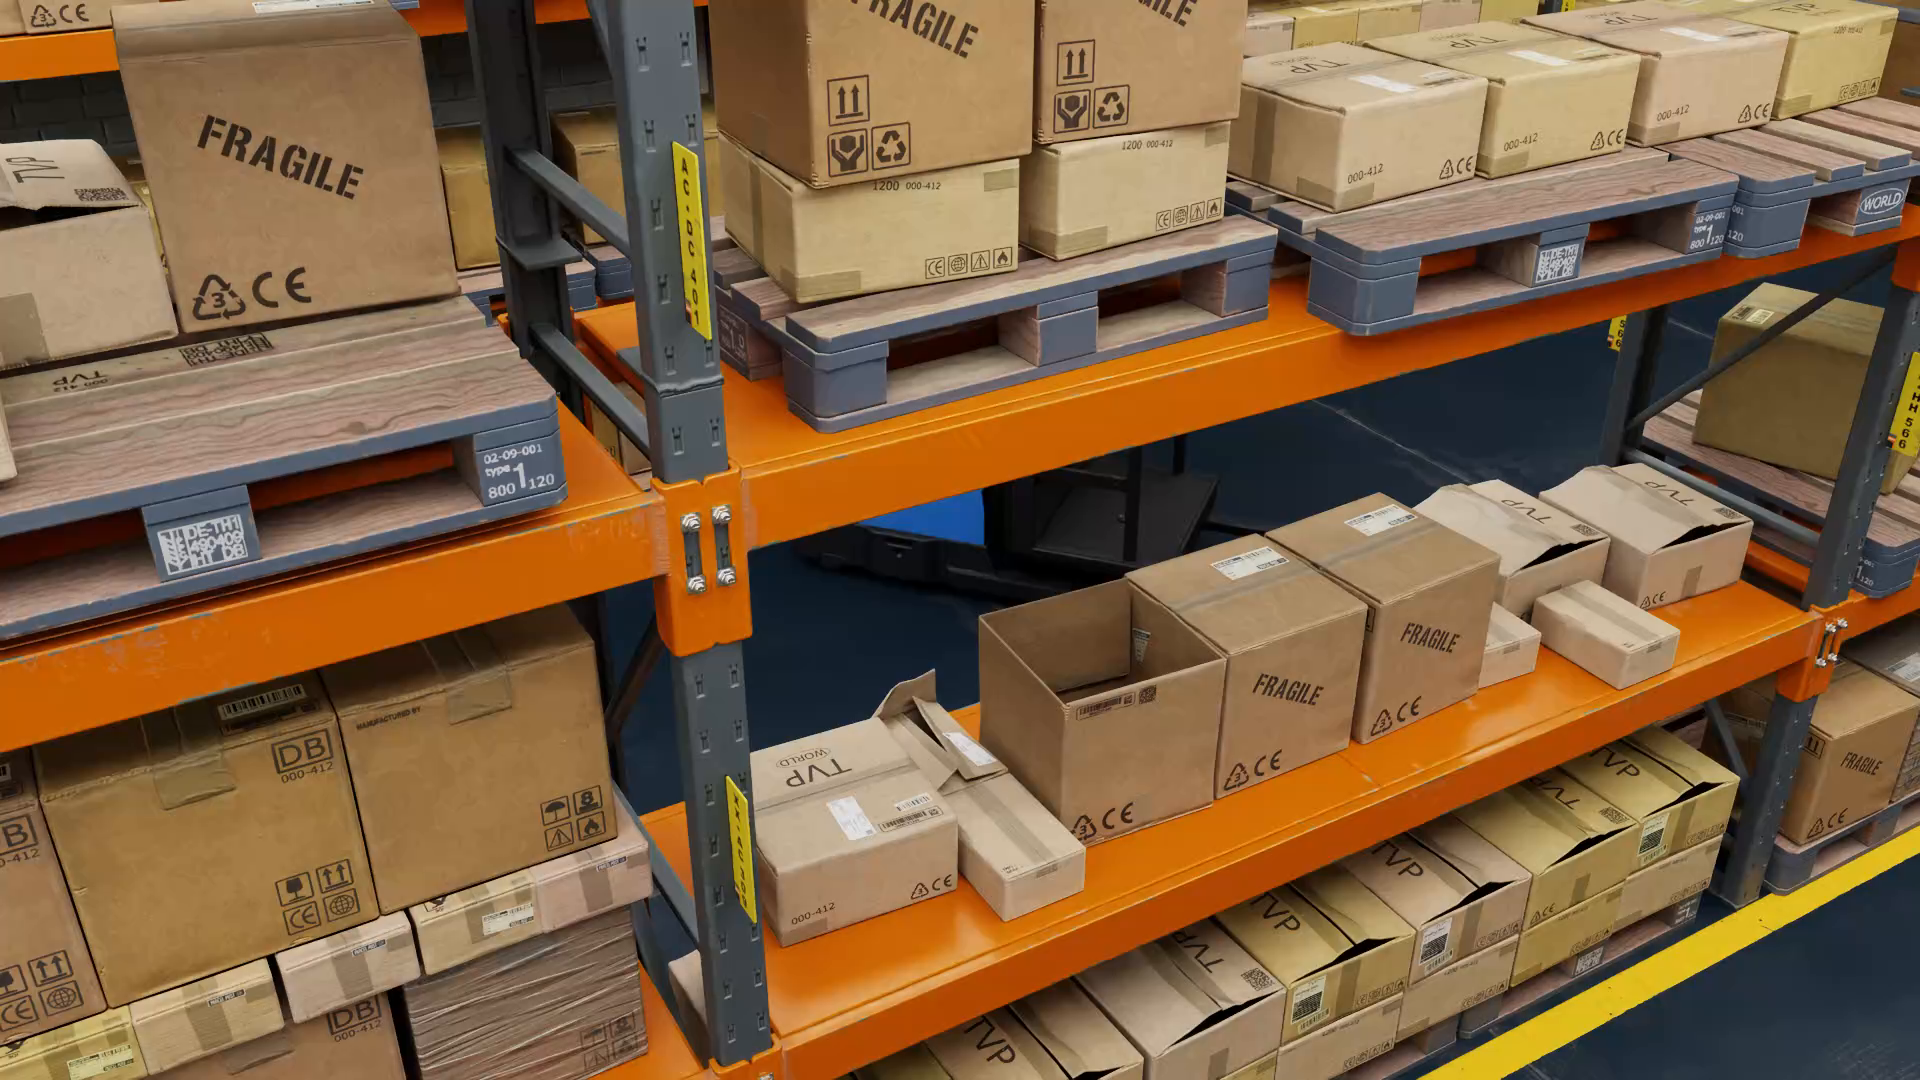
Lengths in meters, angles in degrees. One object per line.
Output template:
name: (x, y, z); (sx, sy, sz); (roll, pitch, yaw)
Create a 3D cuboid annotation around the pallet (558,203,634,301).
pallet: (-1.491, -1.622, 8.783); (1.213, 0.211, 1.003); (-16, 33, -26)

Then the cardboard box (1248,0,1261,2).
cardboard box: (1.786, -3.312, 10.439); (0.500, 0.250, 0.500); (-17, 33, -27)

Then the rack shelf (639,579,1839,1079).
rack shelf: (0.984, 0.660, 5.195); (4.000, 0.370, 1.077); (-16, 33, -26)

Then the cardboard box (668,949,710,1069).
cardboard box: (-0.537, 1.390, 4.957); (0.500, 0.311, 0.500); (-16, 33, -26)

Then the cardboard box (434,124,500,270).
cardboard box: (-2.312, -1.709, 8.184); (0.500, 0.500, 0.700); (-12, 31, -21)

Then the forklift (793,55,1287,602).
forklift: (0.717, -1.141, 7.784); (3.031, 2.935, 1.130); (10, 30, 17)

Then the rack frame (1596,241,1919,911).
rack frame: (2.708, -0.145, 5.908); (0.127, 3.000, 1.000); (-16, 33, -26)

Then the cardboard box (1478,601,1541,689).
cardboard box: (1.637, 0.301, 5.361); (0.250, 0.149, 0.380); (-13, 32, -23)

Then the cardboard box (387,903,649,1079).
cardboard box: (-1.120, 0.902, 3.908); (0.500, 0.500, 0.700); (-17, 33, -28)

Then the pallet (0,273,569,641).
pallet: (-1.463, -0.221, 3.033); (1.213, 0.211, 1.003); (-16, 33, -26)

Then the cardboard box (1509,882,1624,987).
cardboard box: (1.935, 1.233, 5.822); (0.500, 0.250, 0.500); (-16, 33, -27)

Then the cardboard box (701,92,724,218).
cardboard box: (-1.268, -2.011, 8.730); (0.500, 0.500, 0.700); (-16, 33, -26)

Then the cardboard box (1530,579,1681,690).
cardboard box: (2.072, 0.300, 5.361); (0.250, 0.149, 0.380); (-16, 33, -26)

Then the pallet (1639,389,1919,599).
pallet: (3.257, -0.256, 6.308); (1.003, 0.211, 1.213); (-16, 33, -26)

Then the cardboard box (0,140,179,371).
cardboard box: (-1.774, -0.540, 3.032); (0.500, 0.311, 0.500); (-18, 34, -29)

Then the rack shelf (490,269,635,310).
rack shelf: (-1.529, -1.403, 8.933); (4.000, 0.370, 1.077); (-16, 33, -26)

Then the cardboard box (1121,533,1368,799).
cardboard box: (0.816, 0.358, 4.894); (0.500, 0.500, 0.500); (-16, 33, -26)

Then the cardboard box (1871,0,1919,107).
cardboard box: (3.067, -1.623, 5.378); (0.500, 0.500, 0.910); (-16, 33, -26)

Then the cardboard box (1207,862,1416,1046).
cardboard box: (1.066, 1.234, 5.240); (0.500, 0.311, 0.500); (-15, 32, -25)

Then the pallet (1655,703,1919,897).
pallet: (3.371, 0.909, 6.885); (1.213, 0.211, 1.003); (-16, 33, -26)

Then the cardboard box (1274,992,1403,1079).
cardboard box: (1.058, 1.482, 5.371); (0.500, 0.250, 0.500); (-15, 32, -25)

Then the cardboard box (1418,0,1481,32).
cardboard box: (2.925, -3.356, 10.518); (0.500, 0.250, 0.500); (-15, 32, -25)

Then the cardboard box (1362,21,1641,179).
cardboard box: (1.403, -1.171, 4.383); (0.500, 0.250, 0.500); (-17, 33, -27)

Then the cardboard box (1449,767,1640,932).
cardboard box: (1.936, 0.990, 5.682); (0.500, 0.311, 0.500); (-16, 33, -27)

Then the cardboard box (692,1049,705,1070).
cardboard box: (-0.530, 1.632, 5.100); (0.500, 0.250, 0.500); (-16, 33, -27)

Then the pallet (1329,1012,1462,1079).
pallet: (0.928, 1.558, 5.709); (1.213, 0.211, 1.003); (-16, 33, -26)

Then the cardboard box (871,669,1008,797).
cardboard box: (-0.076, 0.601, 4.695); (0.258, 0.266, 0.396); (-17, 33, -28)

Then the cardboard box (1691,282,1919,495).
cardboard box: (3.194, -0.574, 6.147); (0.700, 0.500, 0.500); (22, 36, 34)

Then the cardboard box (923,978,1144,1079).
cardboard box: (0.176, 1.491, 4.775); (0.500, 0.311, 0.500); (-16, 33, -27)

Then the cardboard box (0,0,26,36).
cardboard box: (-4.006, -2.249, 6.493); (0.500, 0.500, 0.500); (-19, 34, -30)

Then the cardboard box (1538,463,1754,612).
cardboard box: (2.372, -0.035, 5.801); (0.500, 0.311, 0.500); (-14, 32, -23)

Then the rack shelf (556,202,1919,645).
rack shelf: (0.984, -0.654, 4.470); (4.000, 0.370, 1.077); (-16, 33, -26)

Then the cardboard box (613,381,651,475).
cardboard box: (-1.747, -0.769, 9.171); (0.500, 0.500, 0.700); (-15, 32, -26)

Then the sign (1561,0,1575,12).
sign: (3.927, -3.435, 10.754); (0.005, 0.325, 0.100); (-16, 33, -26)

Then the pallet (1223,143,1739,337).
pallet: (1.205, -0.897, 4.362); (1.213, 0.211, 1.003); (-14, 32, -24)

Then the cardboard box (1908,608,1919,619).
cardboard box: (4.129, 0.513, 6.847); (0.500, 0.500, 0.500); (-16, 33, -27)

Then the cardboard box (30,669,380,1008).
cardboard box: (-1.555, 0.458, 3.370); (0.500, 0.500, 0.700); (-16, 33, -26)

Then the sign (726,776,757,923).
sign: (-0.458, 0.651, 3.487); (0.005, 0.325, 0.100); (-16, 33, -26)

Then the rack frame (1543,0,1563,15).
rack frame: (3.644, -3.187, 11.420); (0.127, 3.000, 1.000); (-16, 33, -26)

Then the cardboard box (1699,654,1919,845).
cardboard box: (3.245, 0.764, 6.392); (0.500, 0.500, 0.500); (-14, 32, -24)

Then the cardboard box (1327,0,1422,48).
cardboard box: (2.485, -3.231, 10.292); (0.500, 0.250, 0.500); (-15, 32, -25)

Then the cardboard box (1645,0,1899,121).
cardboard box: (2.345, -1.442, 4.874); (0.500, 0.250, 0.500); (-19, 34, -30)

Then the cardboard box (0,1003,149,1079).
cardboard box: (-1.745, 0.911, 3.221); (0.250, 0.149, 0.380); (-16, 33, -27)

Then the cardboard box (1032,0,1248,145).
cardboard box: (0.290, -1.209, 3.677); (0.500, 0.500, 0.500); (-13, 31, -22)

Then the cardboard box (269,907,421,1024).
cardboard box: (-1.305, 0.787, 3.445); (0.250, 0.149, 0.380); (-17, 33, -28)

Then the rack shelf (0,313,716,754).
rack shelf: (-2.465, 0.325, 2.696); (4.000, 0.370, 1.077); (-16, 33, -26)

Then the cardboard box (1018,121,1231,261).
cardboard box: (0.267, -0.880, 3.856); (0.500, 0.250, 0.500); (-19, 34, -31)

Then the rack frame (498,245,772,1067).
rack frame: (-0.741, 0.834, 4.134); (0.127, 3.000, 1.000); (-16, 33, -26)

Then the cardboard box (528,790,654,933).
cardboard box: (-0.867, 0.662, 3.671); (0.250, 0.149, 0.380); (-16, 33, -26)

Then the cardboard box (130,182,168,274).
cardboard box: (-3.505, -1.255, 7.279); (0.500, 0.500, 0.500); (-16, 33, -26)
